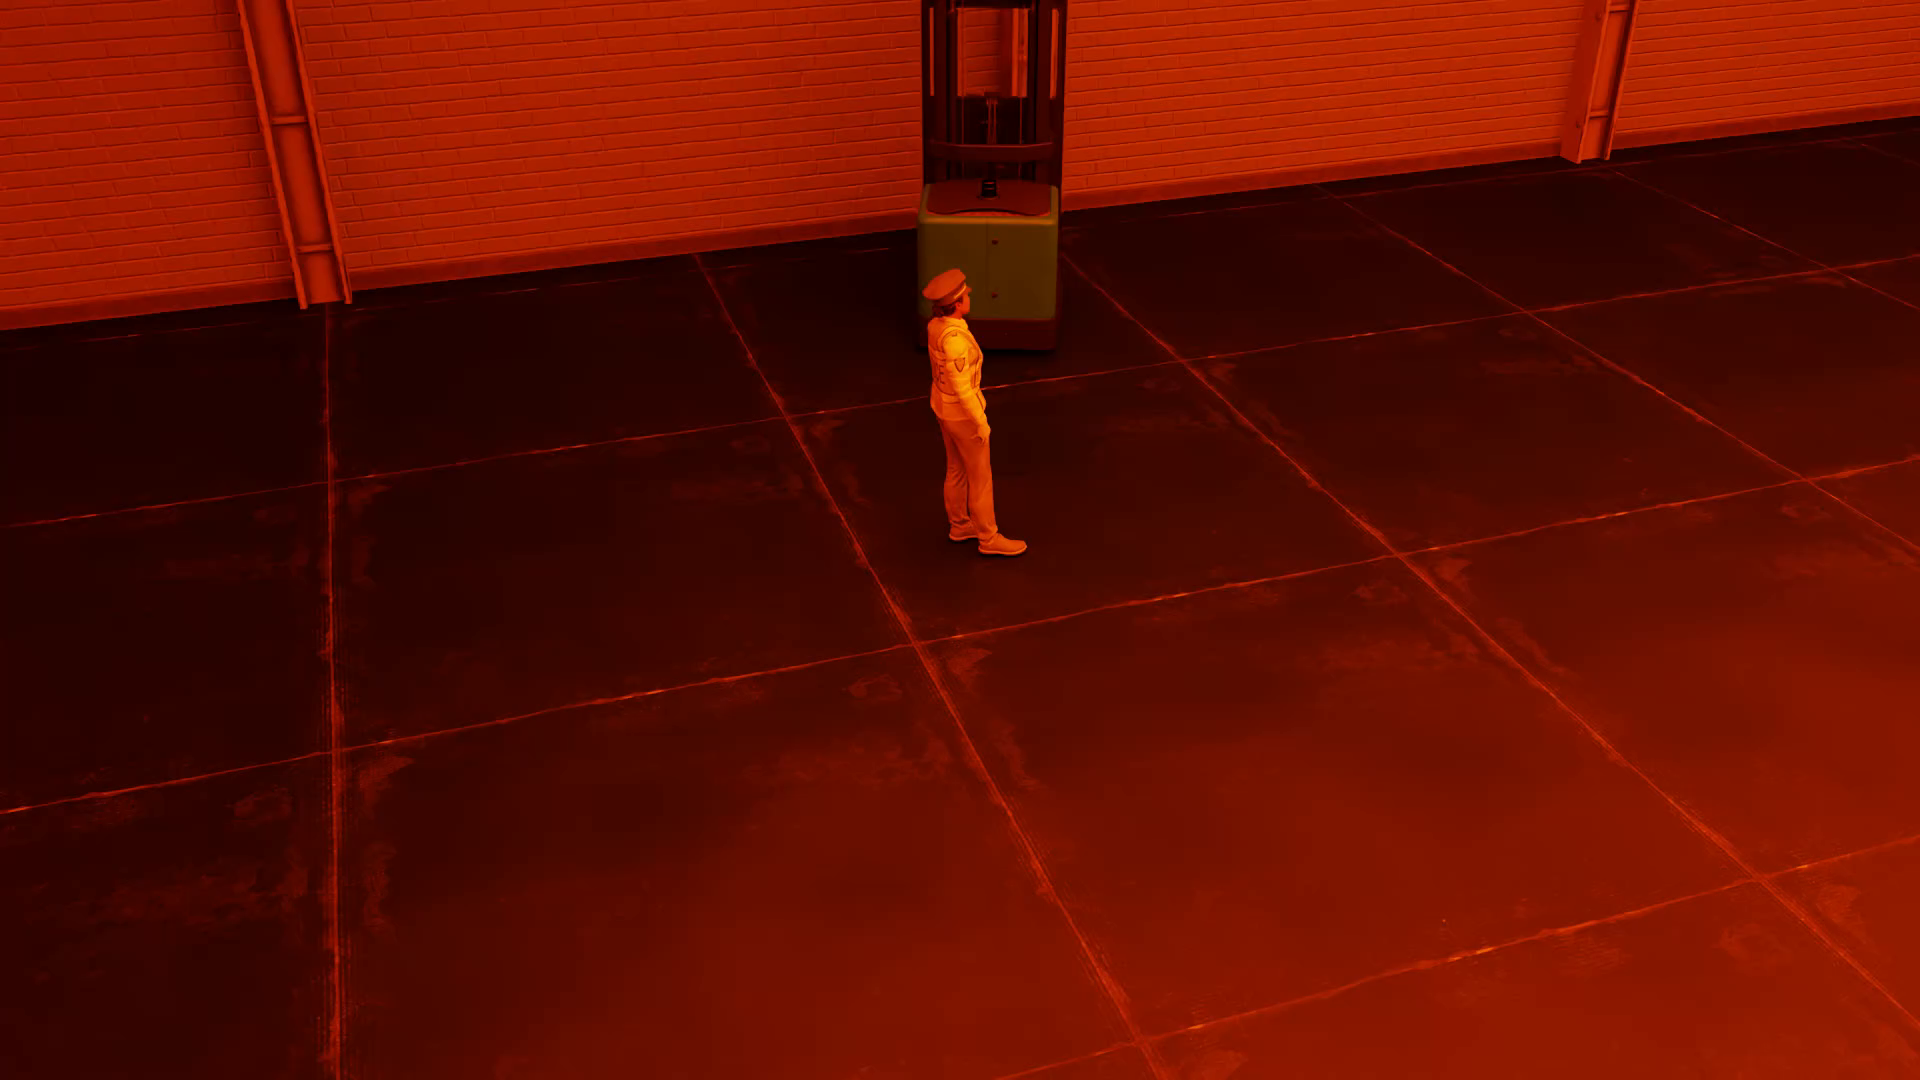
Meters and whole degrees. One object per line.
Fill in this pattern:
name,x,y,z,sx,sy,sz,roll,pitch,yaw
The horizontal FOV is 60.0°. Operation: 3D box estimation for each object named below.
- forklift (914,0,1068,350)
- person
forklift,0.266,-3.379,12.959,1.130,2.935,3.031,1,30,2
person,0.067,-0.748,9.614,0.531,1.695,0.587,-10,31,-16
